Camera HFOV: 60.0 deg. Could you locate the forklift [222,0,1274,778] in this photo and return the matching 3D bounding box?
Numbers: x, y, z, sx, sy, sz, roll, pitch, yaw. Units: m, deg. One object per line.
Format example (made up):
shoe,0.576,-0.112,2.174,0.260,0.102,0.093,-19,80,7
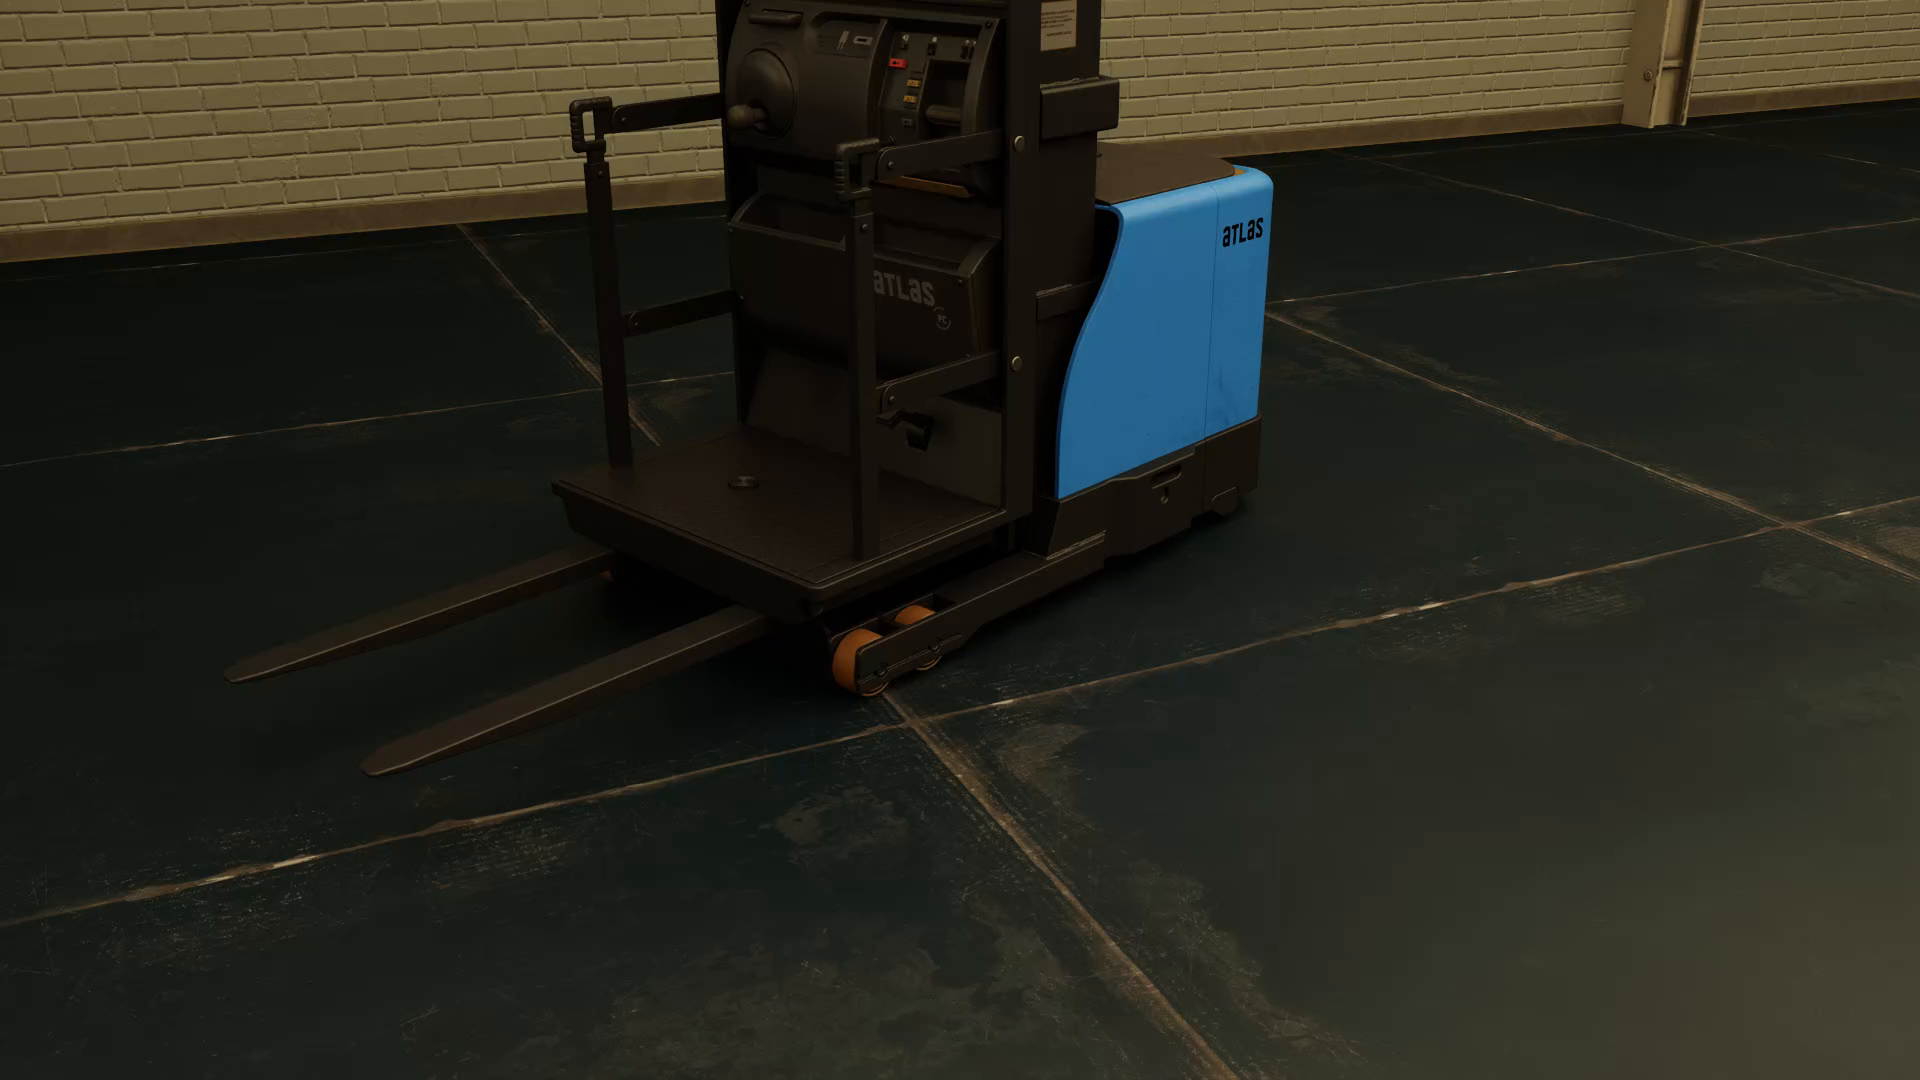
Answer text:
forklift,-0.413,-1.182,4.131,1.130,2.935,3.031,19,29,39
